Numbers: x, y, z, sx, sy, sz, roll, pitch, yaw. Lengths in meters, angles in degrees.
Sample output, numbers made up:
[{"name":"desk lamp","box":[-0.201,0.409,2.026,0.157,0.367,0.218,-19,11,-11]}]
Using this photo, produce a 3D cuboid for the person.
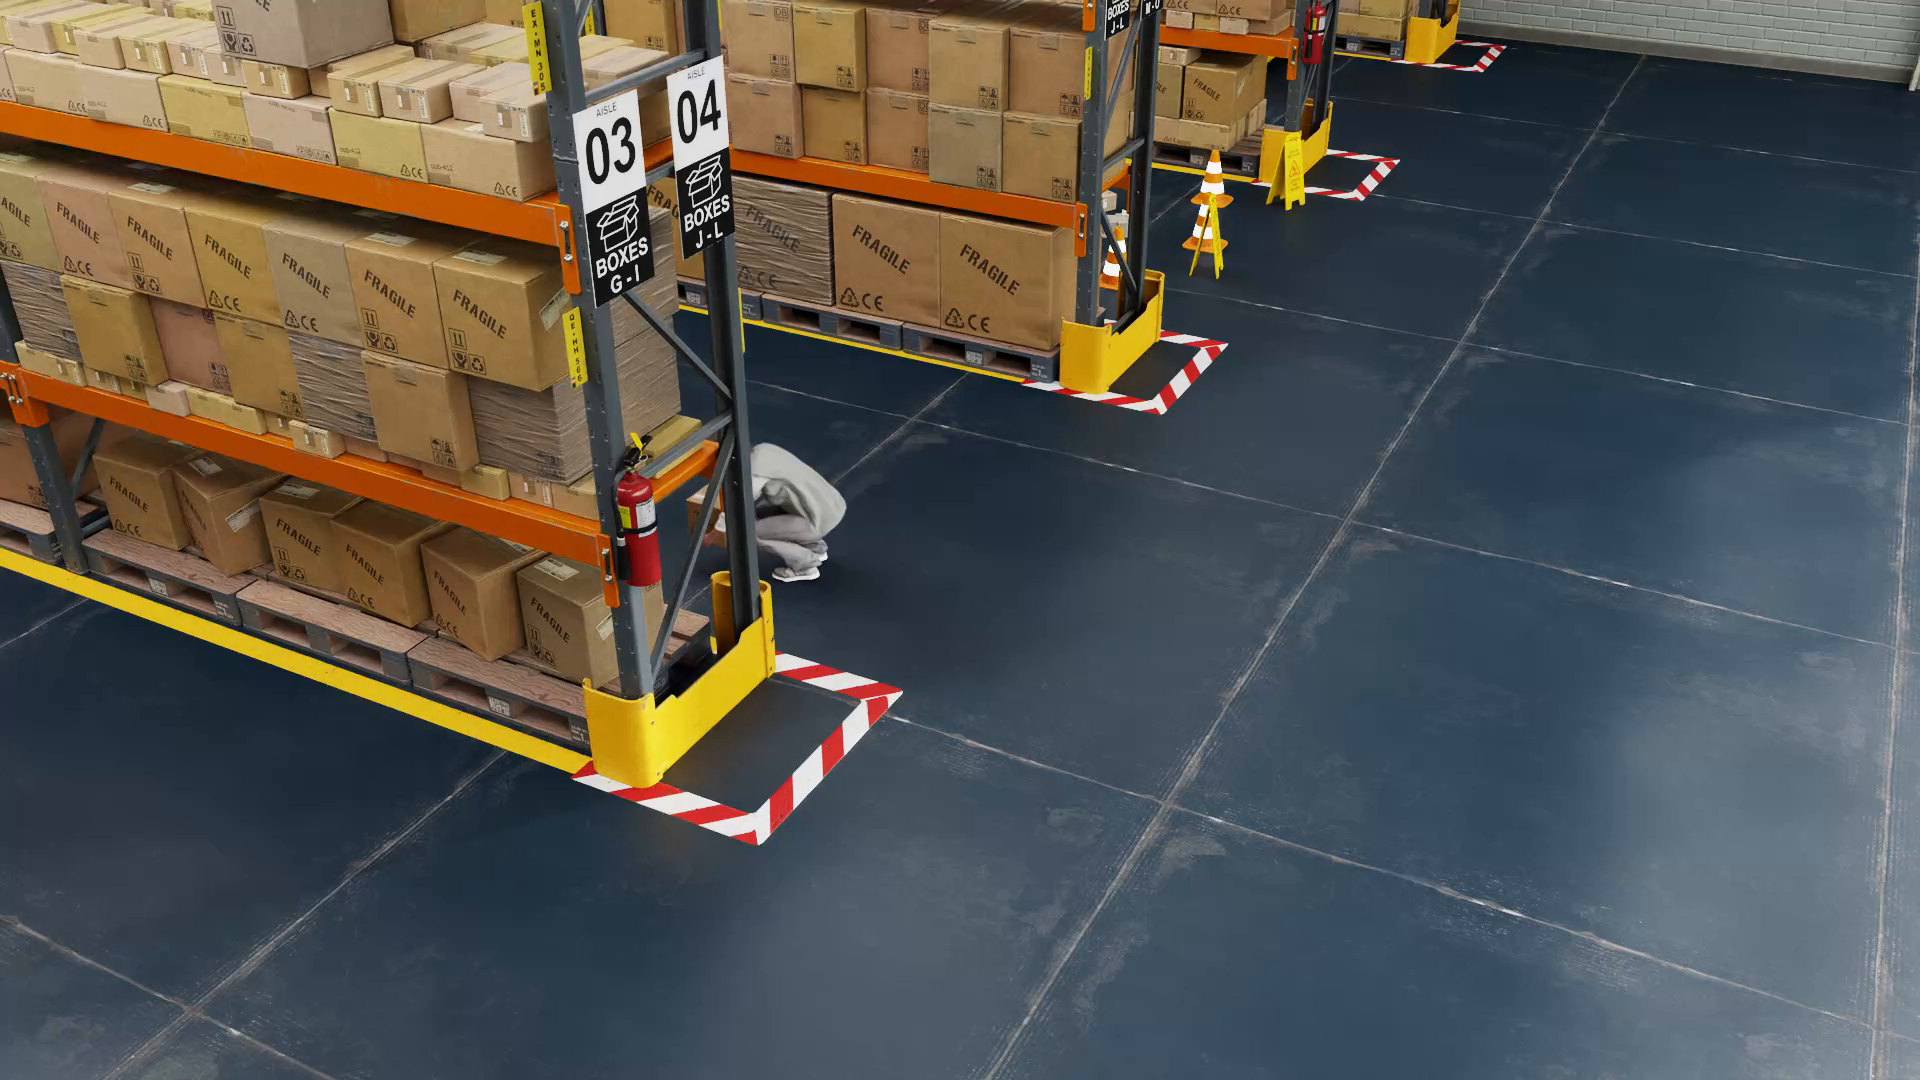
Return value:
[{"name":"person","box":[-1.065,-0.220,9.388,0.839,0.870,0.461,4,31,7]}]
